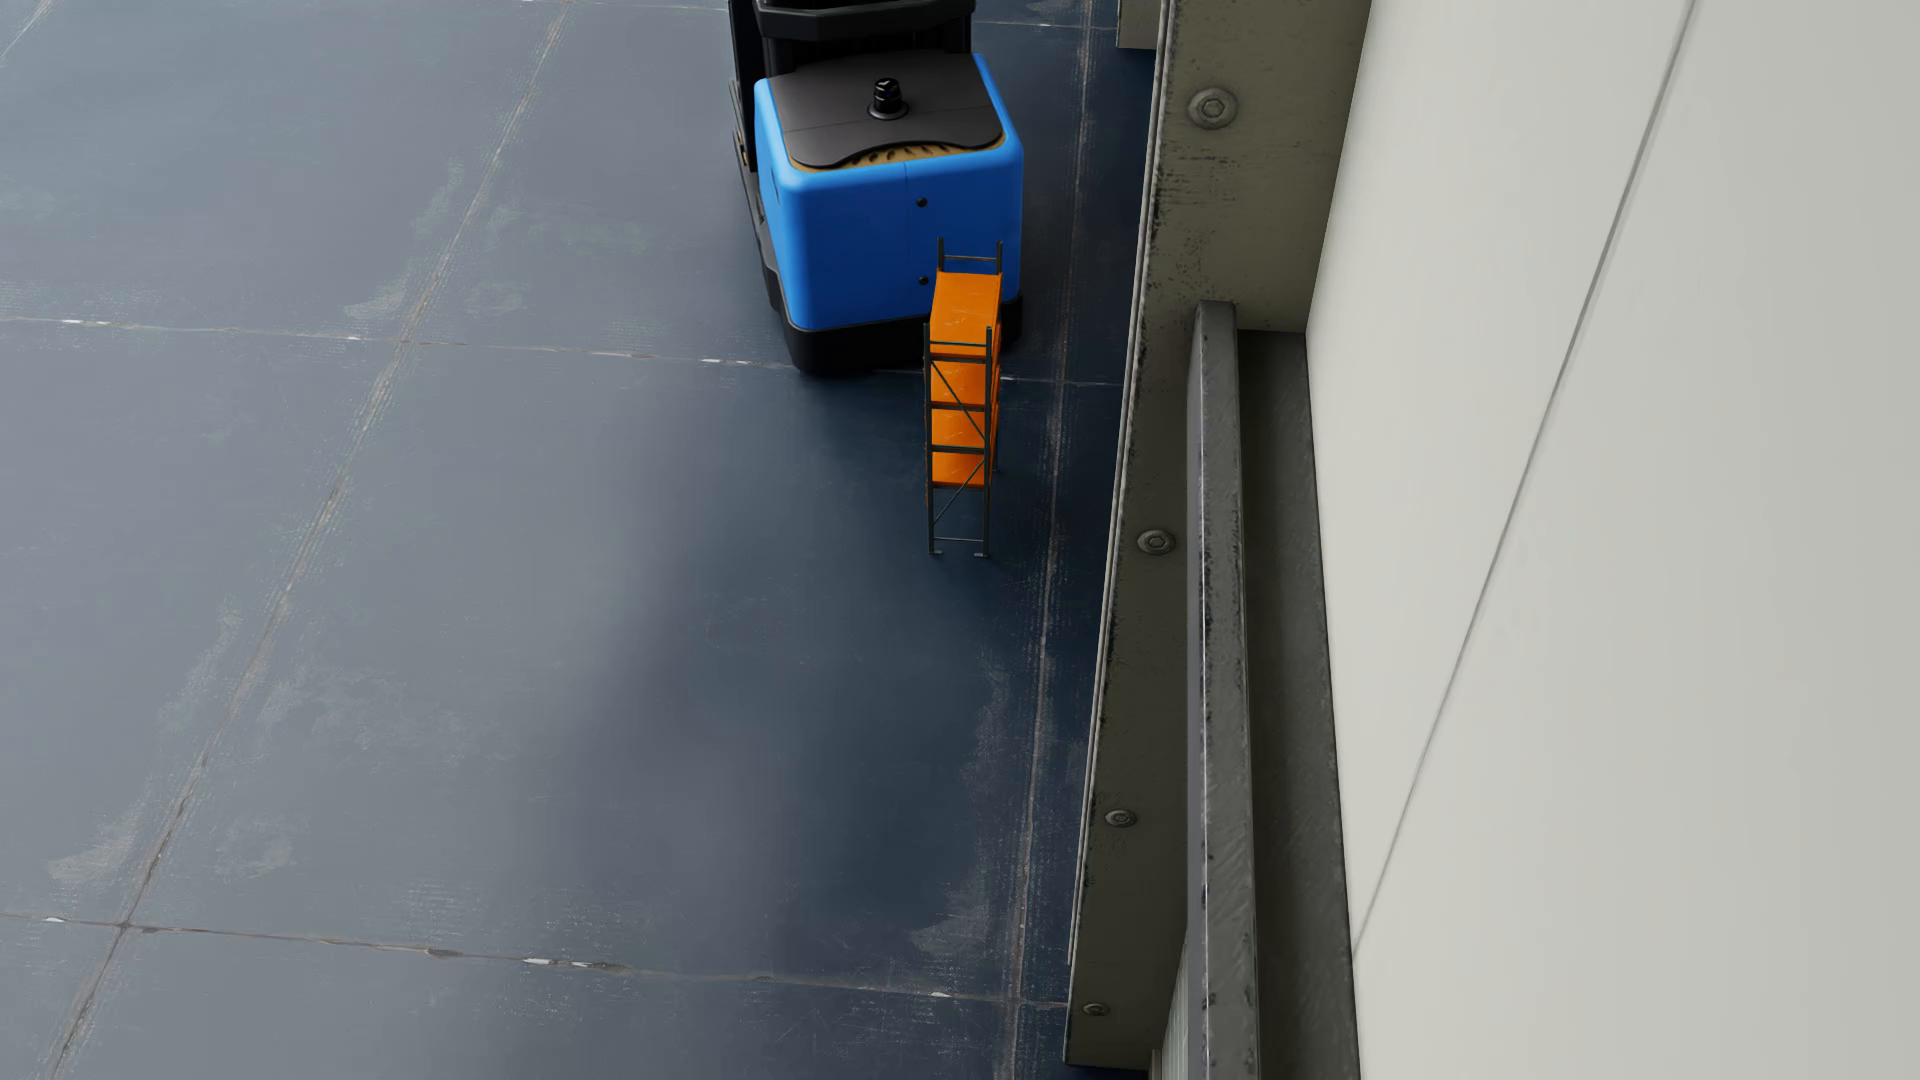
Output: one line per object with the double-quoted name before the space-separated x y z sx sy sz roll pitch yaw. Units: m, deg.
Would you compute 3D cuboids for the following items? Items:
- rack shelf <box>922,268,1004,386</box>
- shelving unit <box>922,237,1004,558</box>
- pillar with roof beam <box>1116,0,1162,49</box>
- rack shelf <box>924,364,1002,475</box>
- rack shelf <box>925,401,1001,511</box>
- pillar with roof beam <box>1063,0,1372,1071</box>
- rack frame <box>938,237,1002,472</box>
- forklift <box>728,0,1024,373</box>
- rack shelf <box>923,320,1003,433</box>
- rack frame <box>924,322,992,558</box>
"rack shelf" 0.015 -0.792 6.154 0.258 0.148 0.480 4 48 4
"shelving unit" 0.015 -0.527 6.444 0.258 1.200 0.503 4 48 4
"pillar with roof beam" -3.243 -6.216 6.363 9.100 9.000 0.400 4 48 4
"rack shelf" 0.015 -0.481 6.494 0.258 0.148 0.480 4 48 4
"rack shelf" 0.015 -0.347 6.641 0.258 0.148 0.480 4 48 4
"pillar with roof beam" -3.790 -1.807 2.330 9.100 9.000 0.400 4 48 4
"rack frame" 0.037 -0.706 6.608 0.240 1.200 0.015 4 48 4
"forklift" -0.544 -2.836 7.384 1.130 2.935 3.031 -9 48 -9
"rack shelf" 0.015 -0.632 6.329 0.258 0.148 0.480 4 48 4
"rack frame" -0.007 -0.347 6.280 0.240 1.200 0.015 4 48 4
